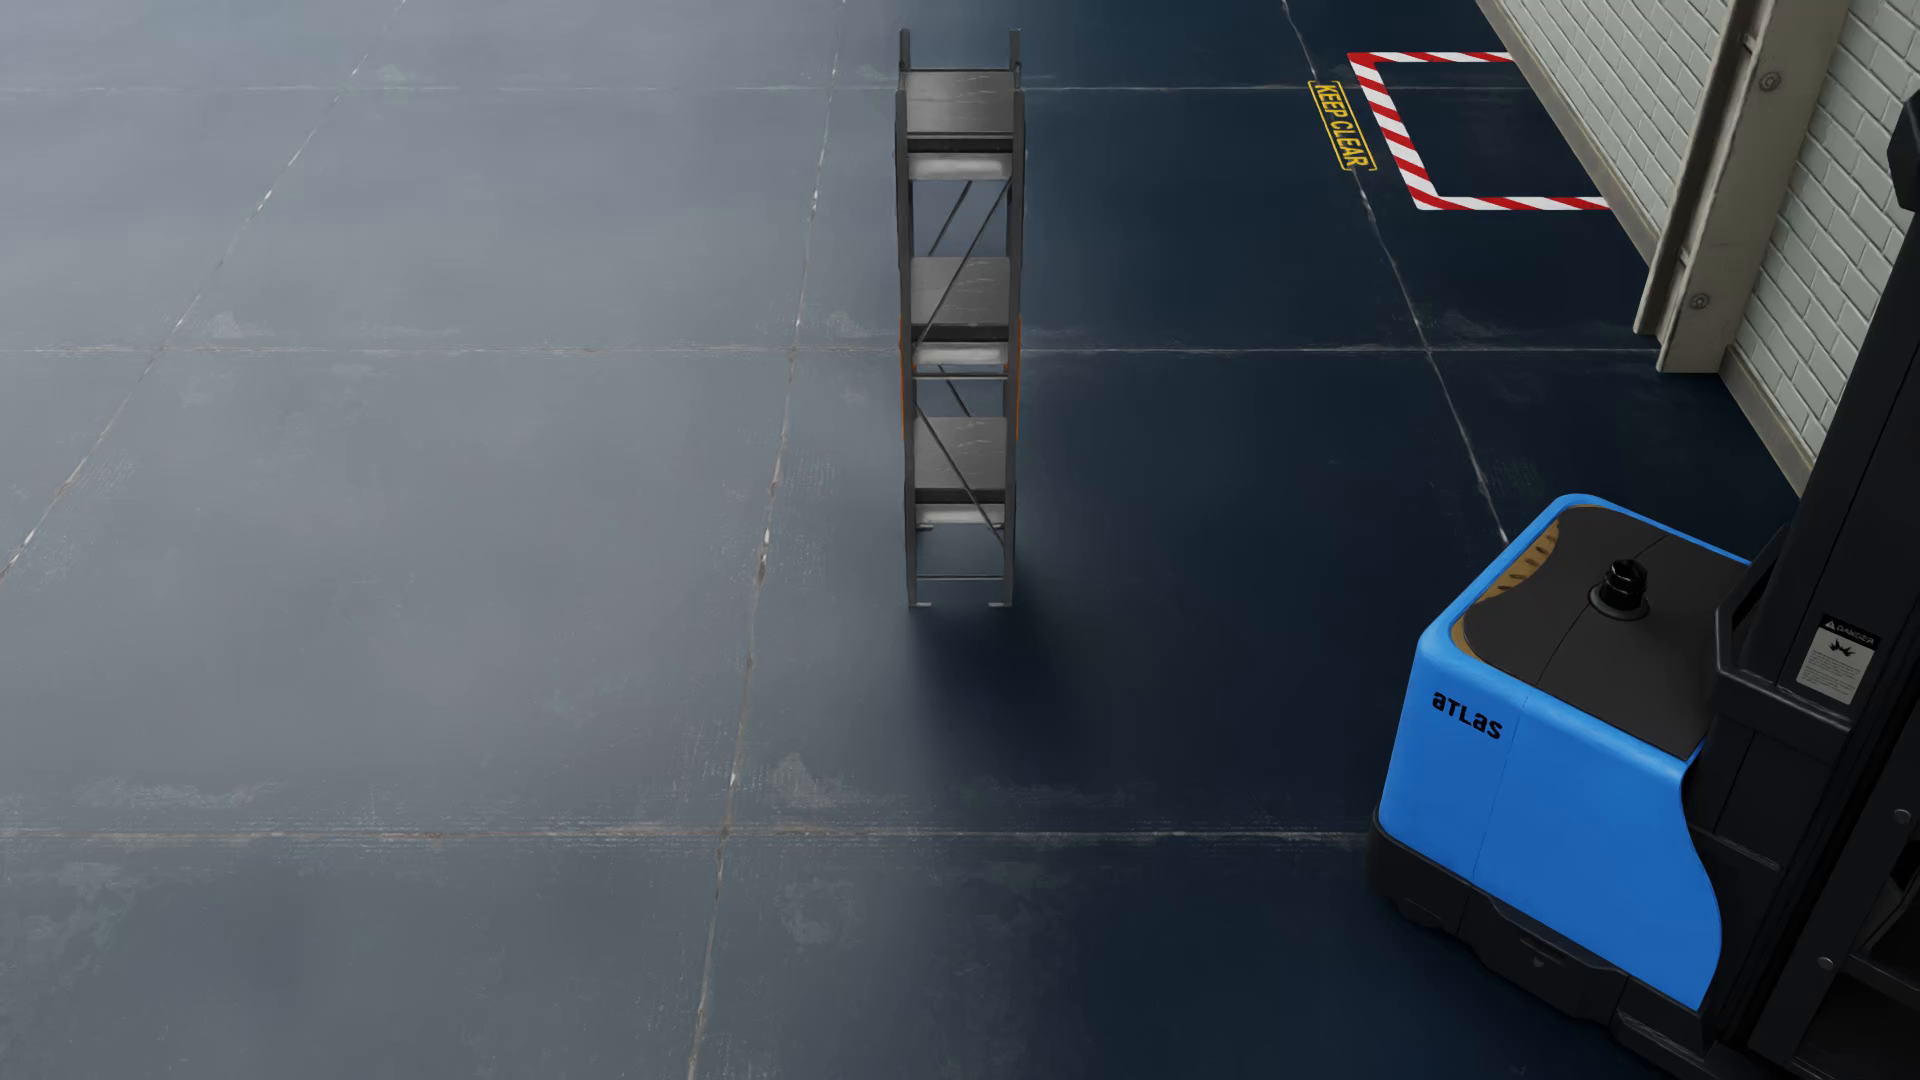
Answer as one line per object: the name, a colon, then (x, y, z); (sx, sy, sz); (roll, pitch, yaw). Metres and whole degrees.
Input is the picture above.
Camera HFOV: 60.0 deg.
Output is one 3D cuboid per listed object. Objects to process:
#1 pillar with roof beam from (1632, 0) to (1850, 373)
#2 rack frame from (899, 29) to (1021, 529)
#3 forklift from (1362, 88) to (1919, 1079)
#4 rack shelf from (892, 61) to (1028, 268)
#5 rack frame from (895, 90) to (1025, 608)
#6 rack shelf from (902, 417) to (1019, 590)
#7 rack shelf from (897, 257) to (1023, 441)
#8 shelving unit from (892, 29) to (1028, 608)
pillar with roof beam: (-0.906, -4.410, 5.057); (9.100, 9.000, 0.400); (0, 39, 0)
rack frame: (0.000, -0.868, 6.155); (0.400, 2.100, 0.015); (0, 39, 0)
forklift: (2.724, 0.357, 3.960); (3.031, 2.935, 1.130); (29, 47, 31)
rack shelf: (0.000, -1.251, 5.535); (0.431, 0.518, 0.480); (0, 39, 0)
rack frame: (0.000, -0.563, 5.774); (0.400, 2.100, 0.015); (0, 39, 0)
rack shelf: (0.000, -0.159, 6.410); (0.431, 0.518, 0.480); (0, 39, 0)
rack shelf: (0.000, -0.705, 5.973); (0.431, 0.518, 0.480); (0, 39, 0)
shelving unit: (0.000, -0.716, 5.964); (0.431, 2.100, 0.503); (0, 39, 0)
